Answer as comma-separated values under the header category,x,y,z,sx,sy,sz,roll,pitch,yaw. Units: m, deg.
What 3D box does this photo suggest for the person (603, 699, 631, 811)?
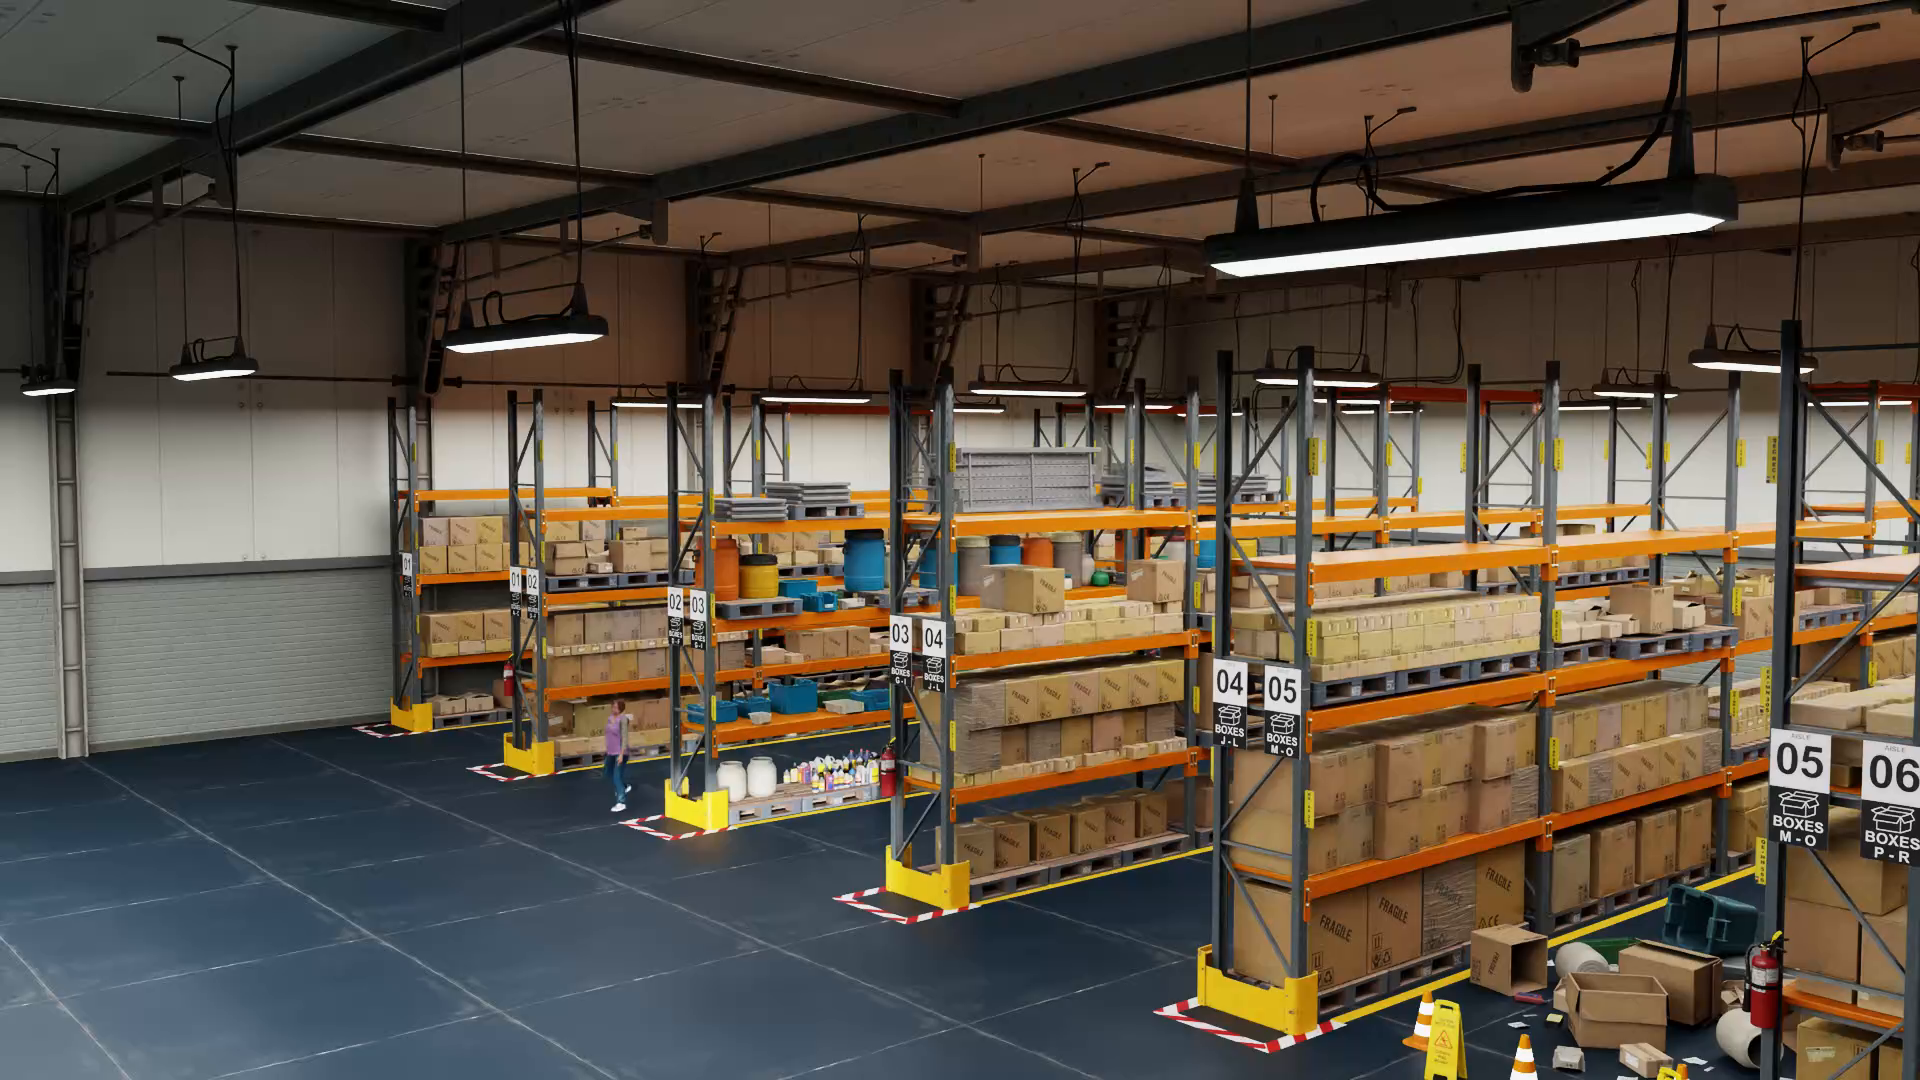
category,x,y,z,sx,sy,sz,roll,pitch,yaw
person,-4.786,2.999,23.442,0.602,1.573,0.536,3,4,40

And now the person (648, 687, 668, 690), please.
category,x,y,z,sx,sy,sz,roll,pitch,yaw
person,-5.670,2.457,31.019,0.719,1.754,0.942,2,4,34

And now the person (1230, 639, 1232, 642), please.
category,x,y,z,sx,sy,sz,roll,pitch,yaw
person,5.413,2.464,33.886,0.625,1.483,0.819,3,4,38
